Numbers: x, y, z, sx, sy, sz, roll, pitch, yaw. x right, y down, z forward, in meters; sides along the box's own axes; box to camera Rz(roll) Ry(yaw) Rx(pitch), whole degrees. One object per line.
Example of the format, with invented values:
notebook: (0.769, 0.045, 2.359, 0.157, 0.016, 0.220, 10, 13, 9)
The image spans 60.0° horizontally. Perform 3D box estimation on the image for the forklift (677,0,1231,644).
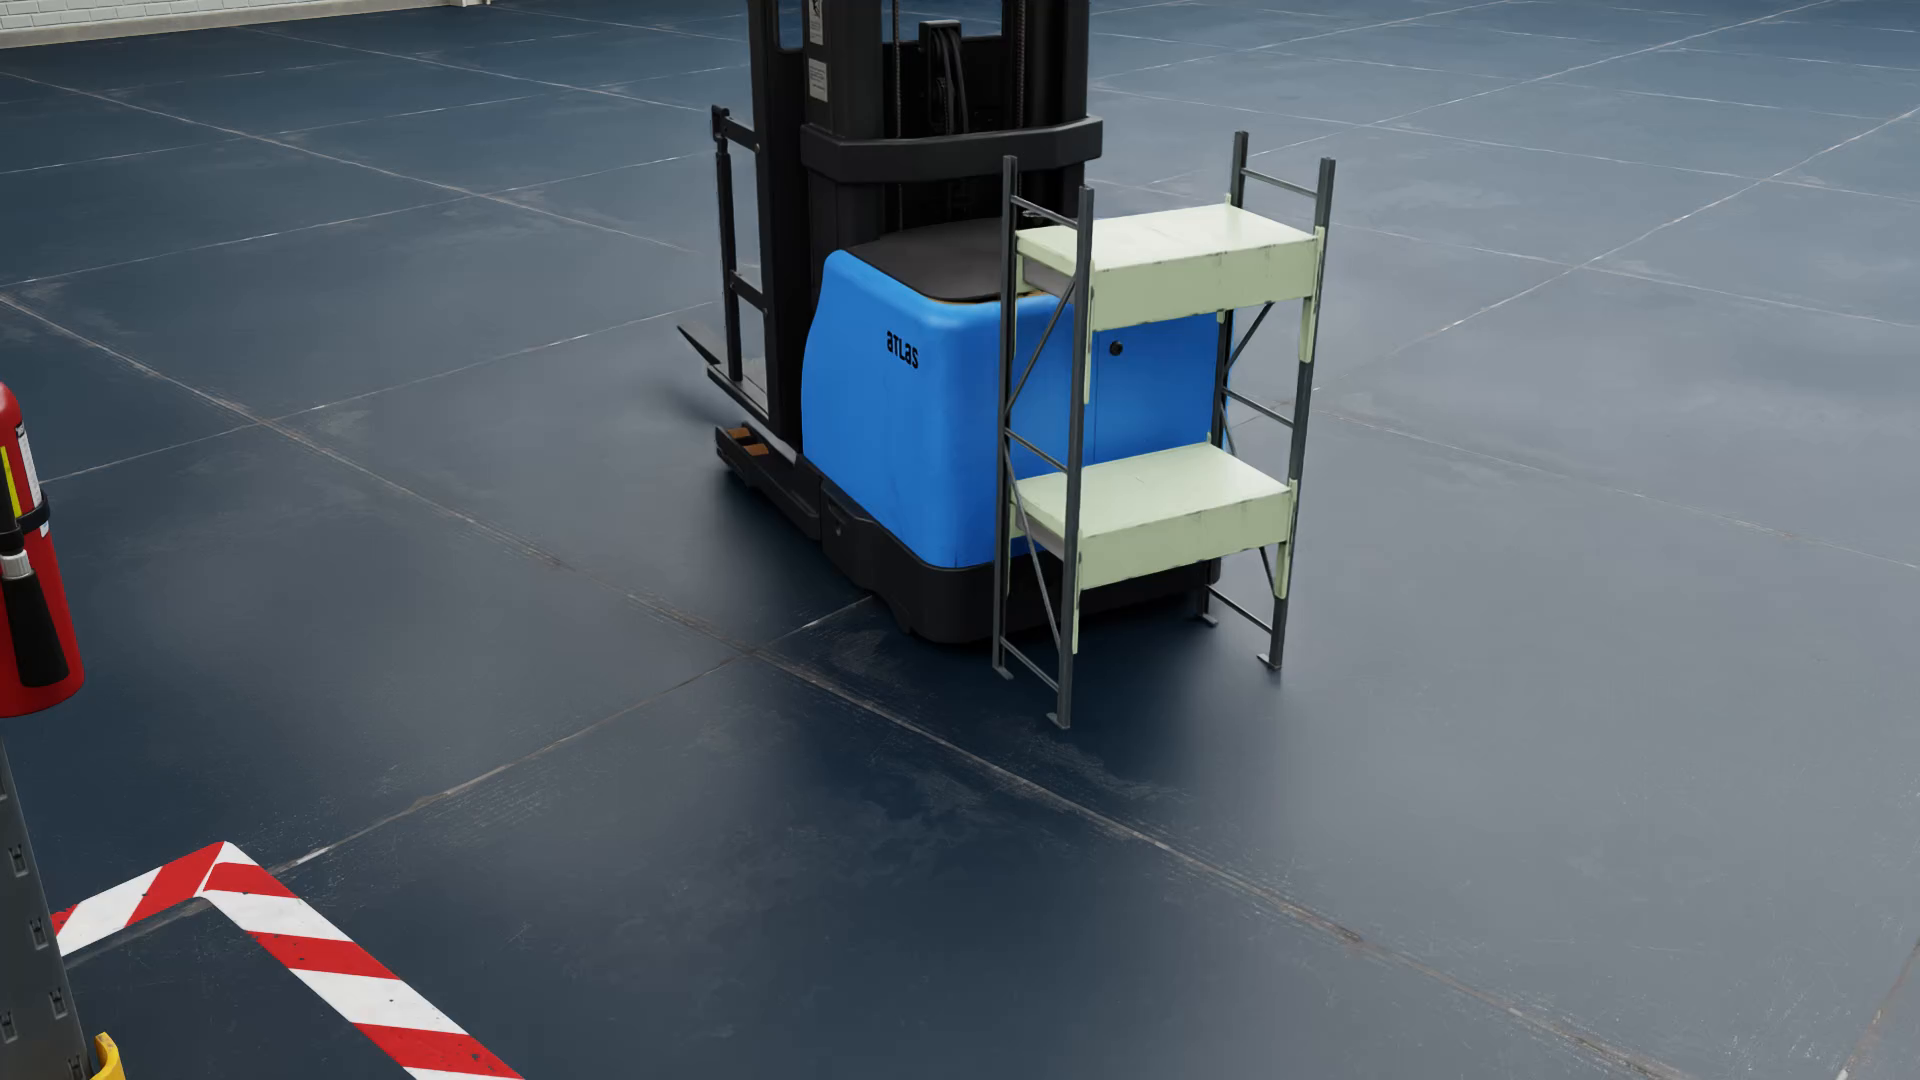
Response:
forklift: (-0.275, -1.601, 5.737, 1.130, 2.935, 3.031, -11, 27, -24)

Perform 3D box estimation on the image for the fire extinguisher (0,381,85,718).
fire extinguisher: (-1.403, -0.079, 2.354, 0.296, 0.674, 0.183, 20, 31, 38)

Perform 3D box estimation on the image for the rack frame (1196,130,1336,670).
rack frame: (0.851, -0.373, 4.735, 0.023, 1.500, 0.400, -12, 28, -26)

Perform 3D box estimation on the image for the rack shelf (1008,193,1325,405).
rack shelf: (0.534, -0.654, 4.409, 0.720, 0.370, 0.431, -12, 28, -26)

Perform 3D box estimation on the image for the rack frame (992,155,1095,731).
rack frame: (0.207, -0.230, 4.418, 0.023, 1.500, 0.400, -12, 28, -26)

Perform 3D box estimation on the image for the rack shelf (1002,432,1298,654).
rack shelf: (0.526, -0.007, 4.716, 0.720, 0.370, 0.431, -12, 28, -26)

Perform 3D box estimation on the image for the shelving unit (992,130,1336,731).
shelving unit: (0.529, -0.302, 4.576, 0.755, 1.500, 0.431, -12, 28, -26)

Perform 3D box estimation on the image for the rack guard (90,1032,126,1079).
rack guard: (-1.873, 0.959, 3.001, 1.175, 0.500, 0.348, 20, 31, 38)

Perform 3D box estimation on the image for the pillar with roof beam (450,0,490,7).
pillar with roof beam: (-2.822, -9.517, 15.977, 9.100, 9.000, 0.400, 20, 31, 38)
